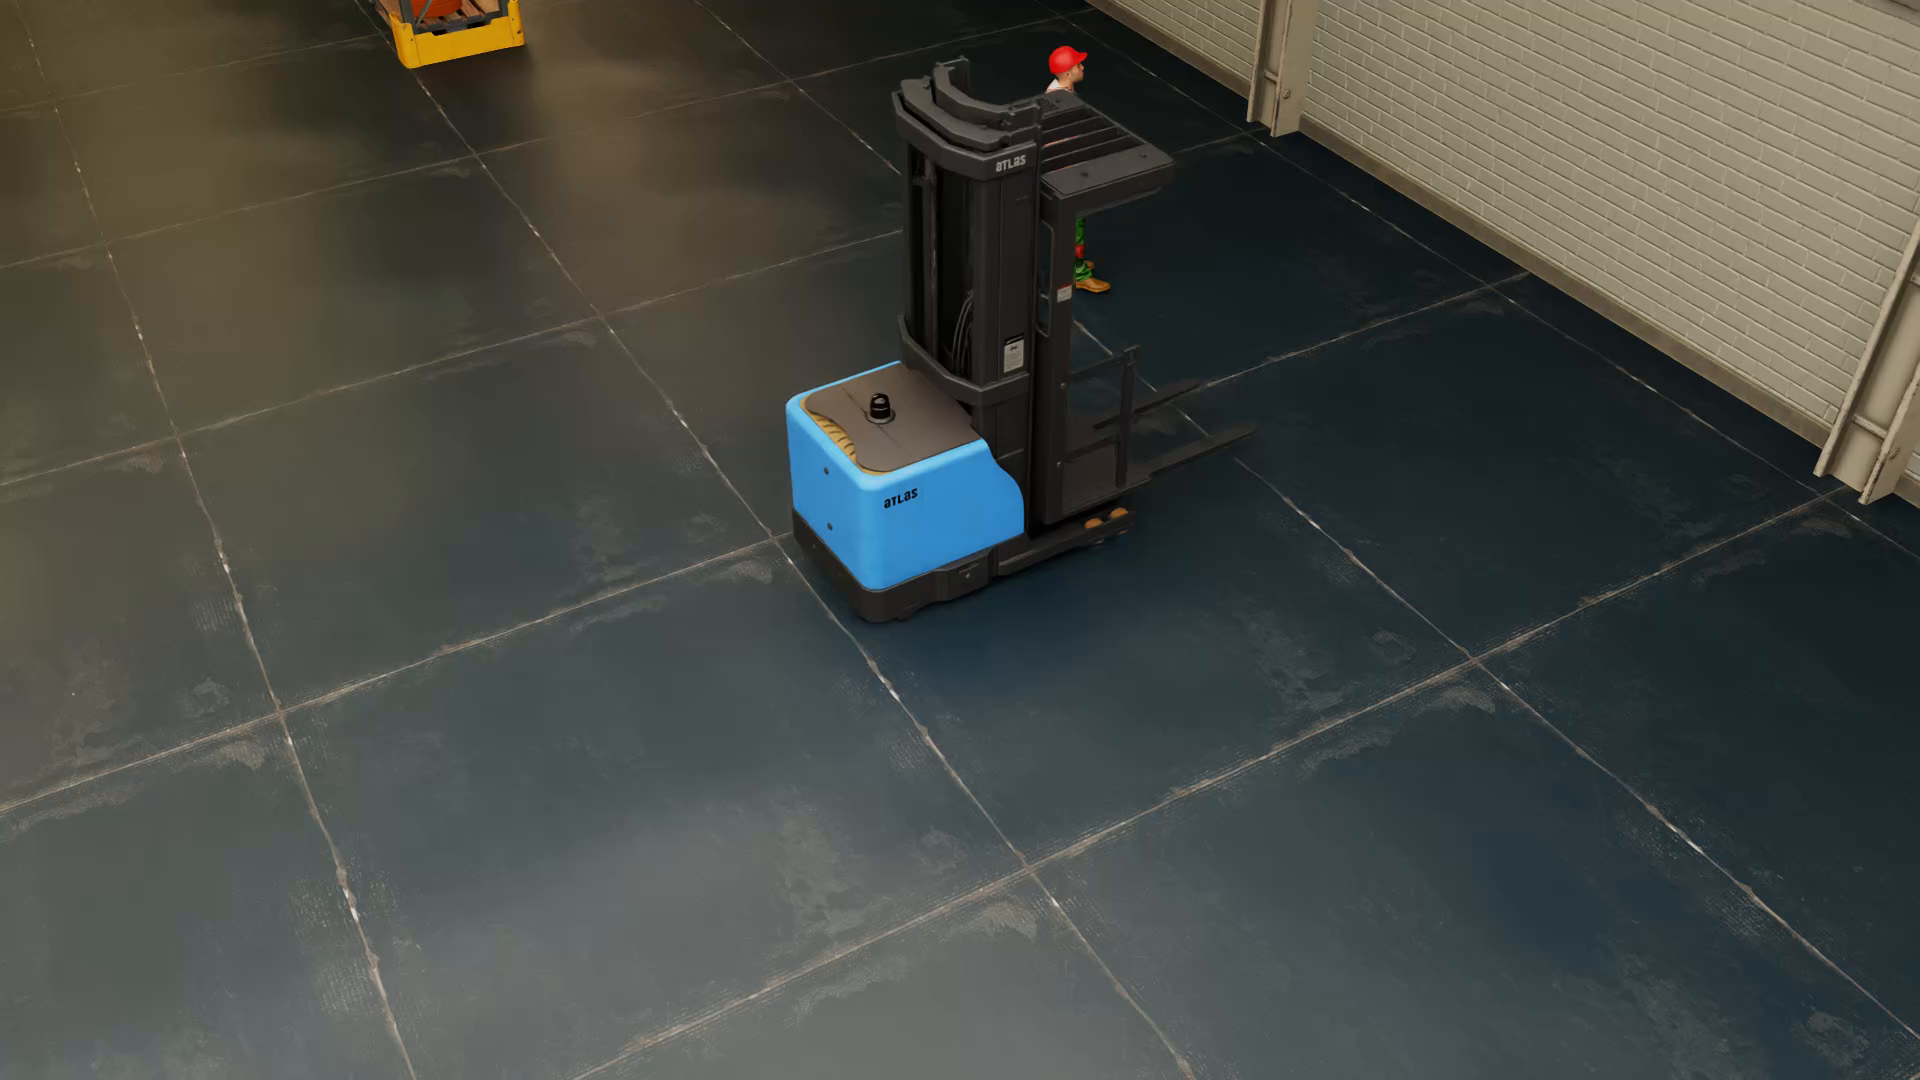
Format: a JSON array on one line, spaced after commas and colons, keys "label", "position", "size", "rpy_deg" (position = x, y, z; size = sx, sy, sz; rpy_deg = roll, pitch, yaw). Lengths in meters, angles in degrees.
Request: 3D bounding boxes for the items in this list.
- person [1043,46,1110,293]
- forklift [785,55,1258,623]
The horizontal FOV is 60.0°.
[{"label": "person", "position": [0.872, -2.747, 12.234], "size": [0.566, 1.782, 0.638], "rpy_deg": [3, 40, 3]}, {"label": "forklift", "position": [0.493, -1.362, 9.678], "size": [3.031, 2.935, 1.130], "rpy_deg": [-22, 44, -24]}]
